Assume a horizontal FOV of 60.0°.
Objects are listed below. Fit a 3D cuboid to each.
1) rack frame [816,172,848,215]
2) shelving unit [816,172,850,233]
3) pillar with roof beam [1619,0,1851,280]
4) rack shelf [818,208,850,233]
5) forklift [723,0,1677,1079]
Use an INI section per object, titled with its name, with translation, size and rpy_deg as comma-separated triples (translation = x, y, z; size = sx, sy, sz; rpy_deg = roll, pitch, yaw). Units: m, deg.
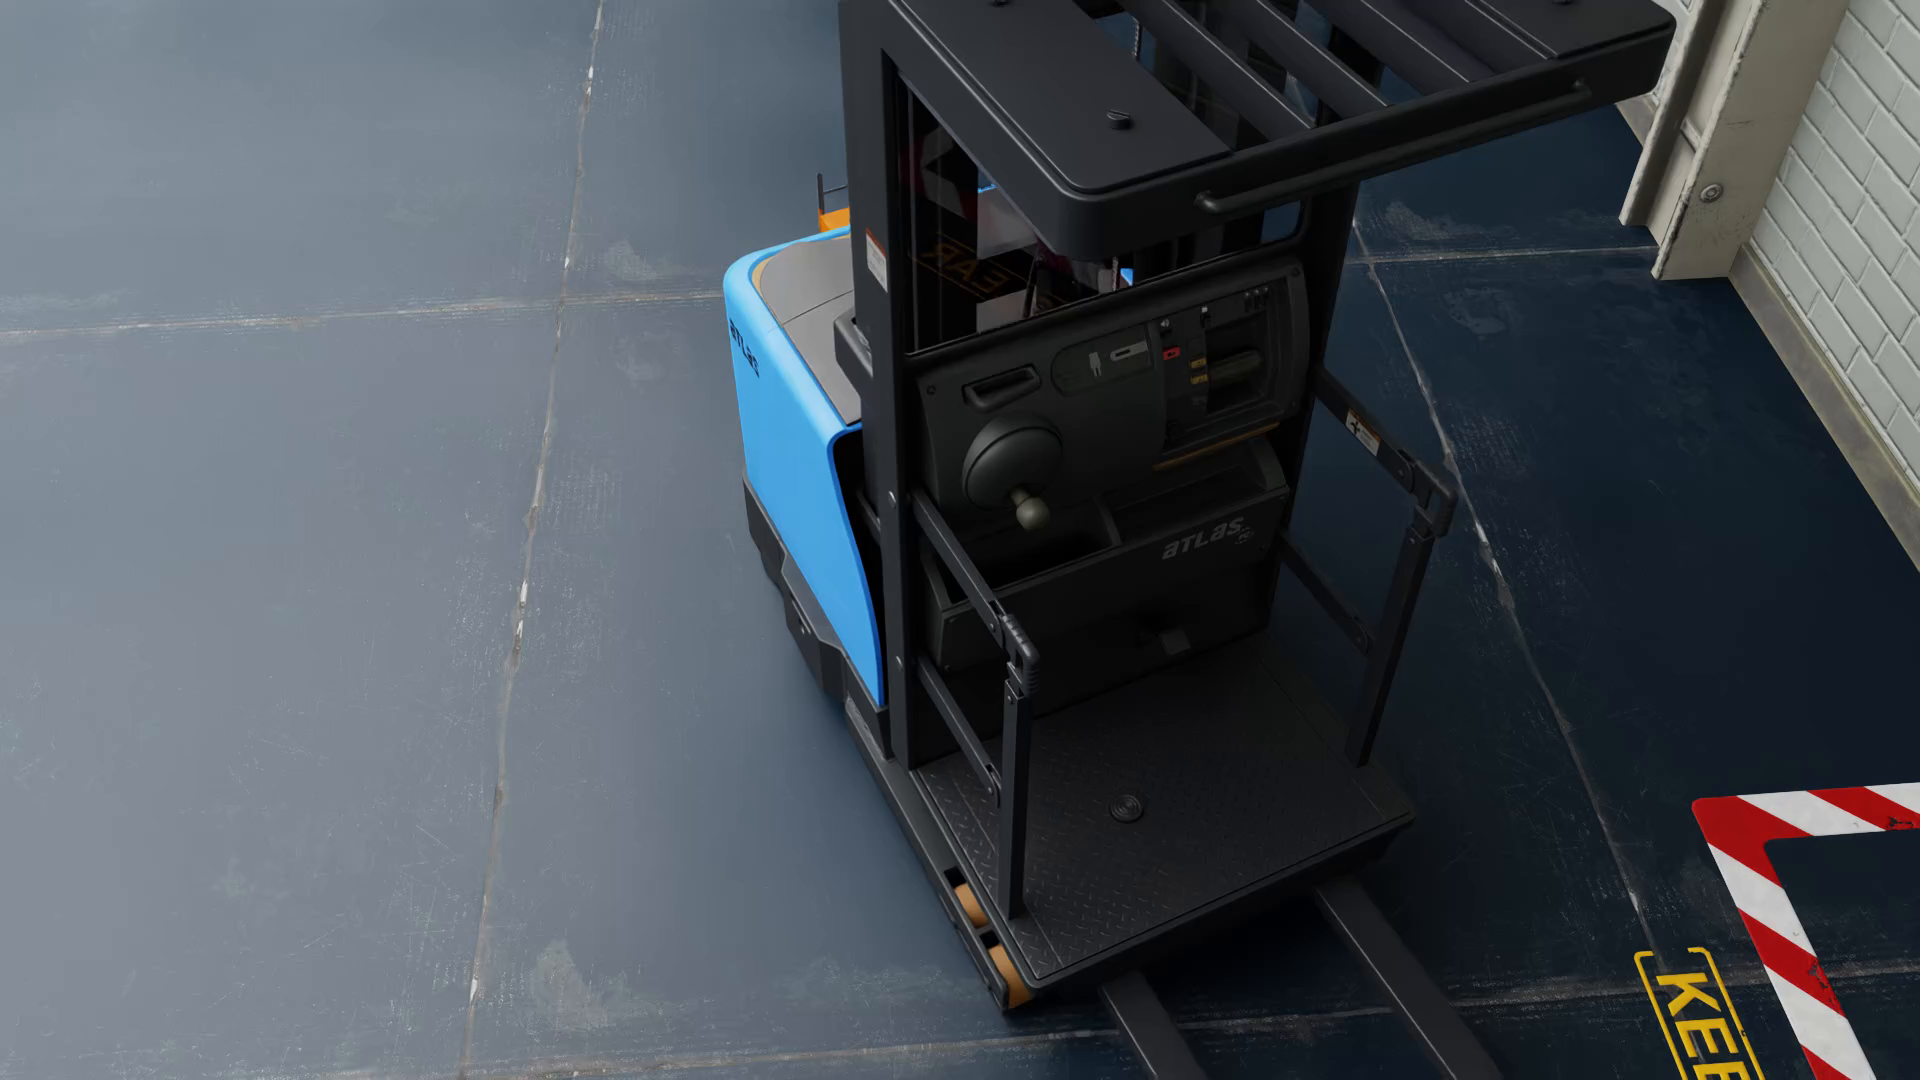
[rack frame]
translation = -0.326, -0.729, 5.217
size = 0.200, 1.050, 0.008
rpy_deg = -20, 50, -18
[shelving unit]
translation = -0.272, -0.650, 5.142
size = 0.215, 1.050, 0.252
rpy_deg = -20, 50, -18
[pillar with roof beam]
translation = -1.573, -3.948, 2.792
size = 9.100, 9.000, 0.400
rpy_deg = -3, 47, -3
[rack shelf]
translation = -0.272, -0.837, 4.944
size = 0.215, 0.259, 0.240
rpy_deg = -20, 50, -18
[forklift]
translation = 0.444, -0.219, 3.439
size = 1.130, 2.935, 3.031
rpy_deg = -20, 50, -18
